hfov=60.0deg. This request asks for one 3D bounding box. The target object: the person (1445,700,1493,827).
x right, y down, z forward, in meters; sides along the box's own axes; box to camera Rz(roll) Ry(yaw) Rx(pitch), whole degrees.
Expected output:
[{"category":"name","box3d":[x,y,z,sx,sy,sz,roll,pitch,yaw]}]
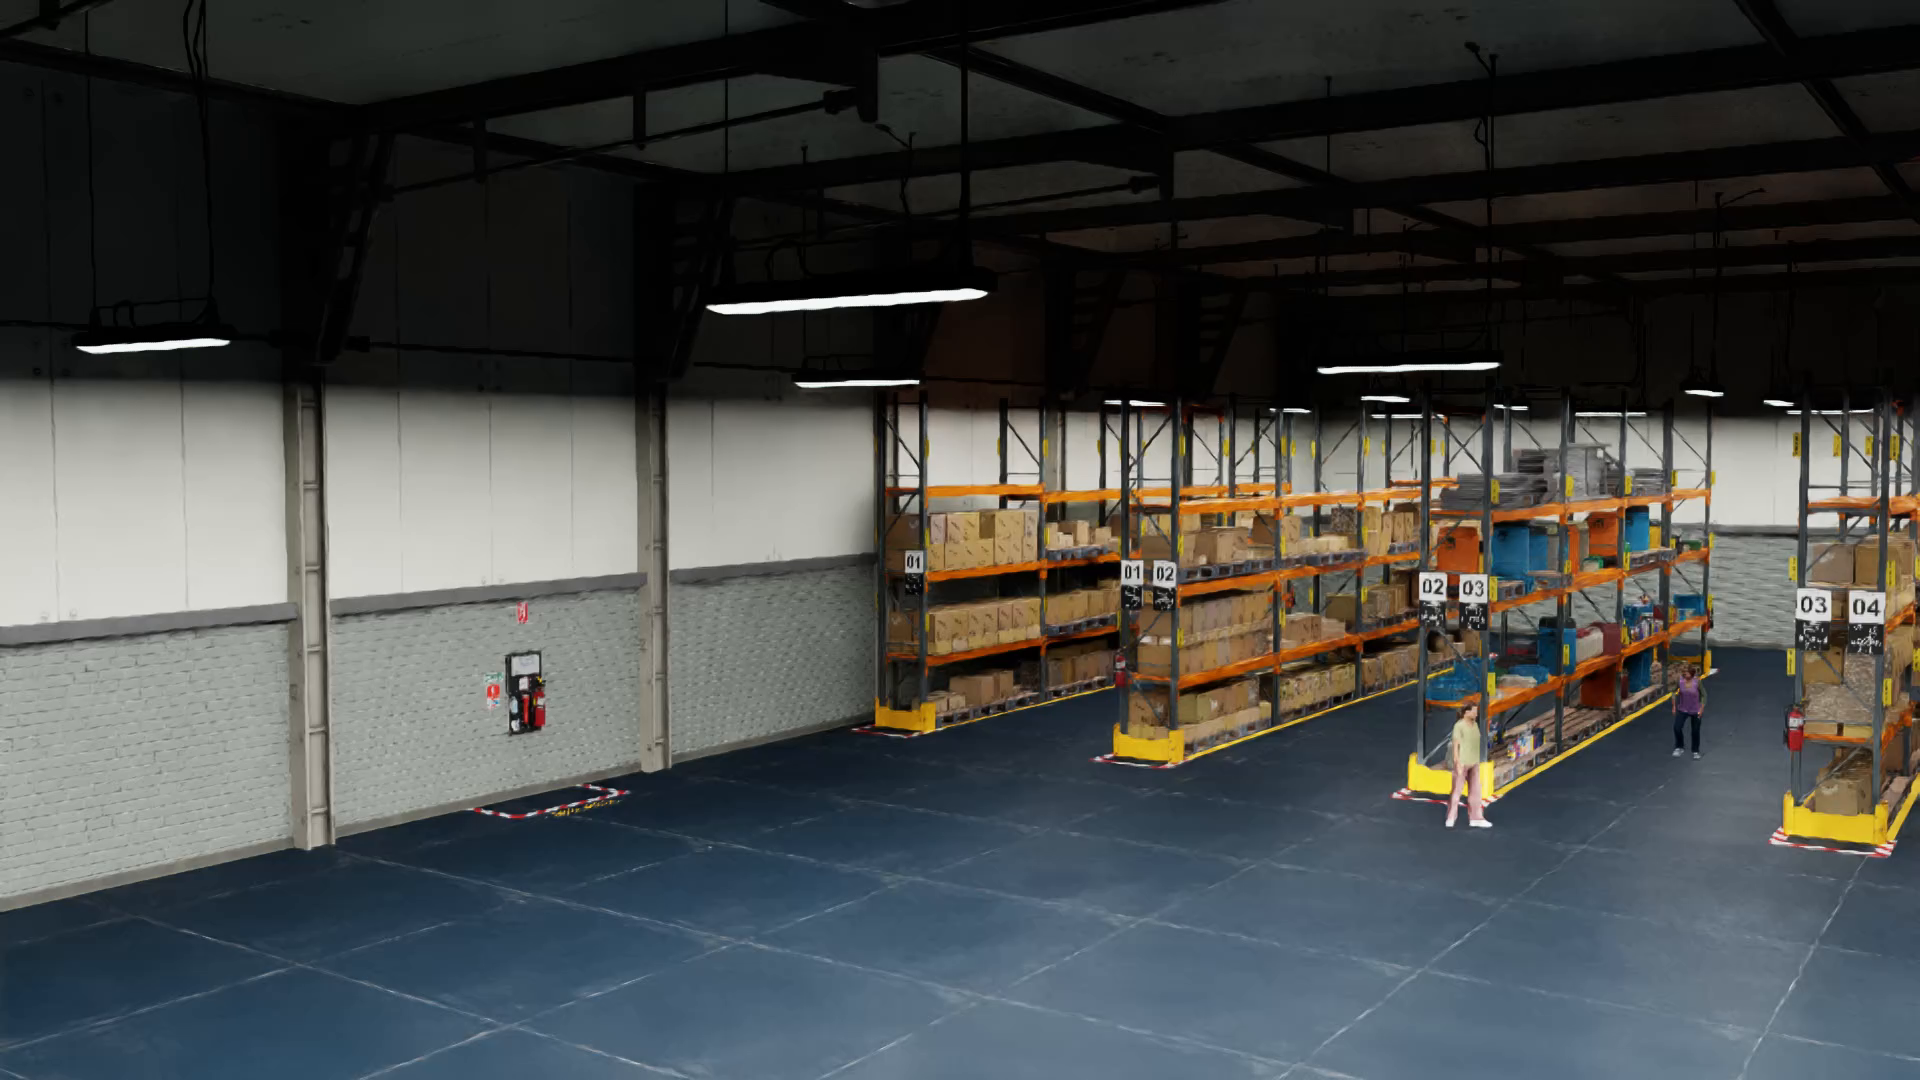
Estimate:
[{"category":"person","box3d":[6.667,2.943,21.902,0.570,1.674,0.466,-2,4,-30]}]

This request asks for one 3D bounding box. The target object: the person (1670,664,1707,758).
[{"category":"person","box3d":[11.747,2.749,26.814,0.566,1.540,0.516,2,4,32]}]

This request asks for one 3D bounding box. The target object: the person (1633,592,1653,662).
[{"category":"person","box3d":[15.944,2.028,38.922,0.531,1.653,0.526,-1,3,-14]}]
